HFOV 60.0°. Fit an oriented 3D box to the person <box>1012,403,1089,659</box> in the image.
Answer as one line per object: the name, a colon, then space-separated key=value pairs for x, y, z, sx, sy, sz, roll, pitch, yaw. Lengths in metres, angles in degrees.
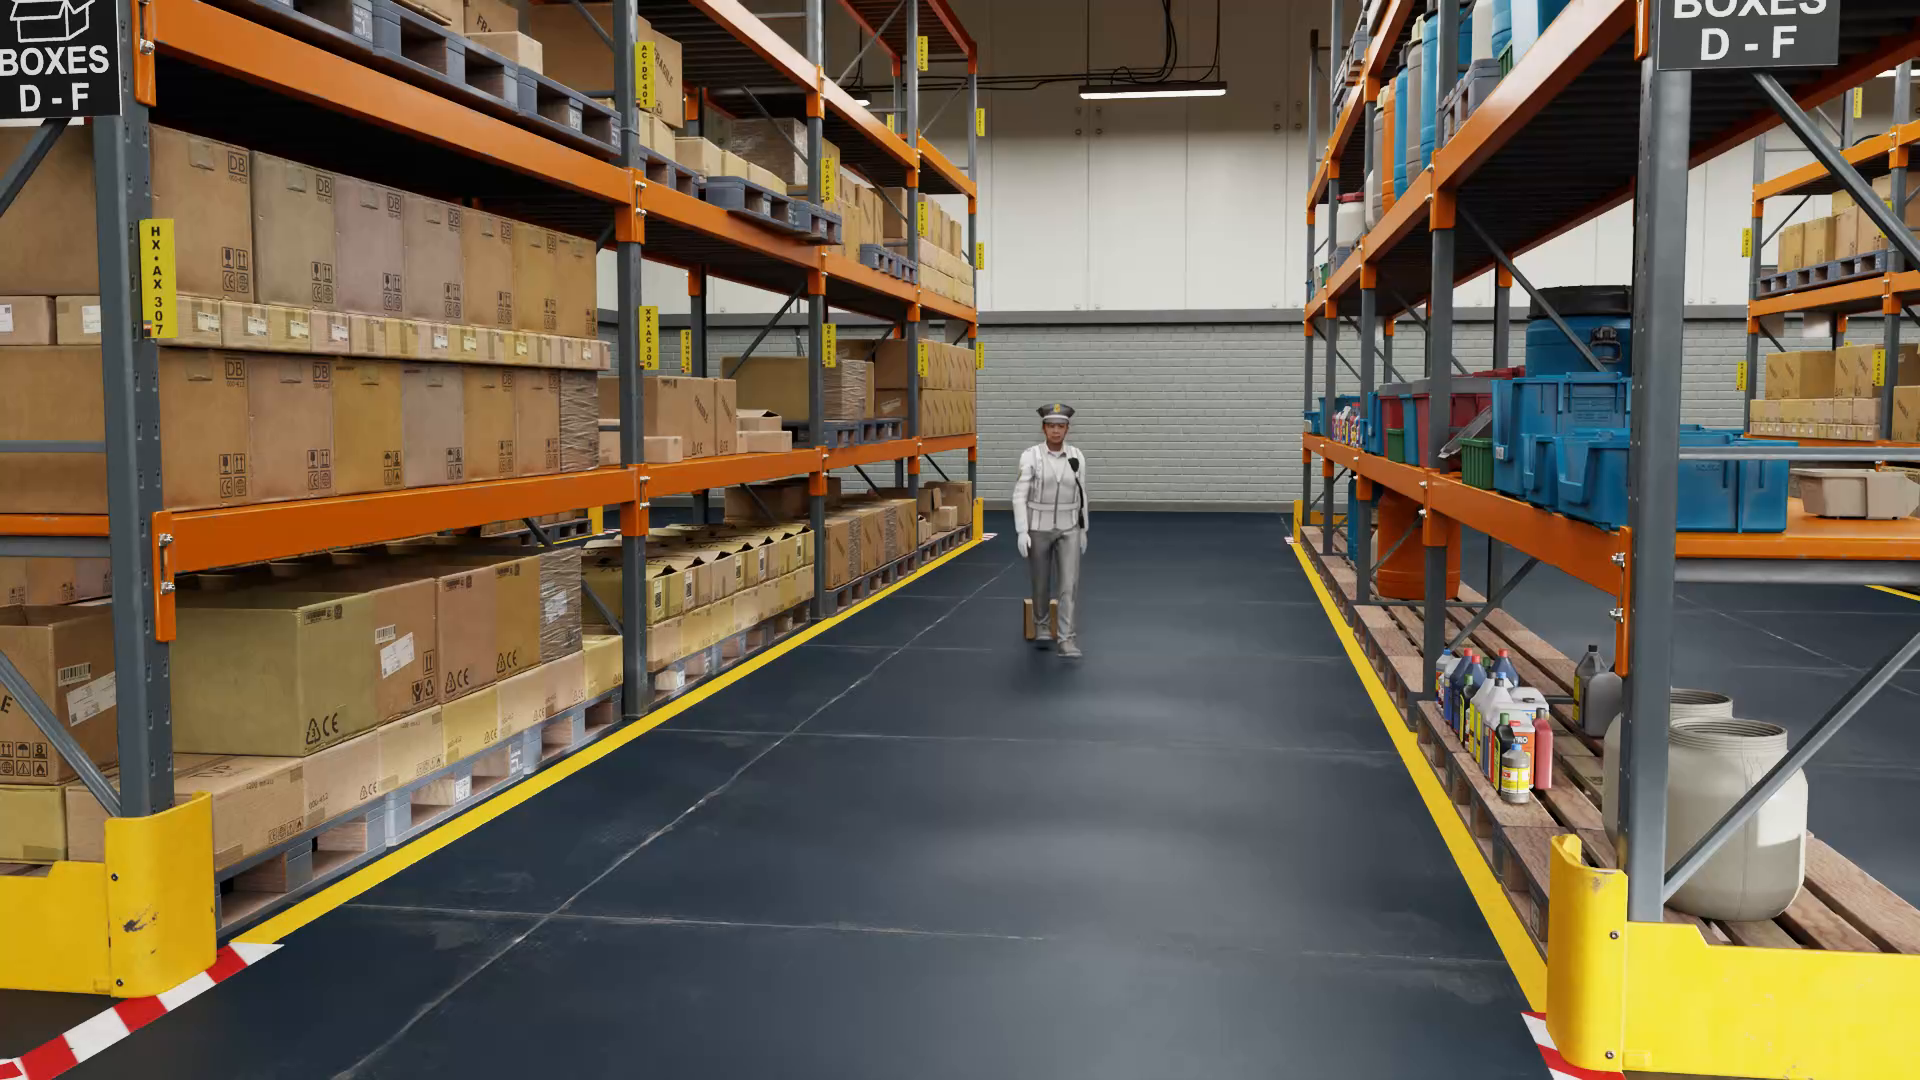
person: x=0.590 y=-0.074 z=10.747 sx=0.514 sy=1.620 sz=1.029 roll=0 pitch=5 yaw=-2
